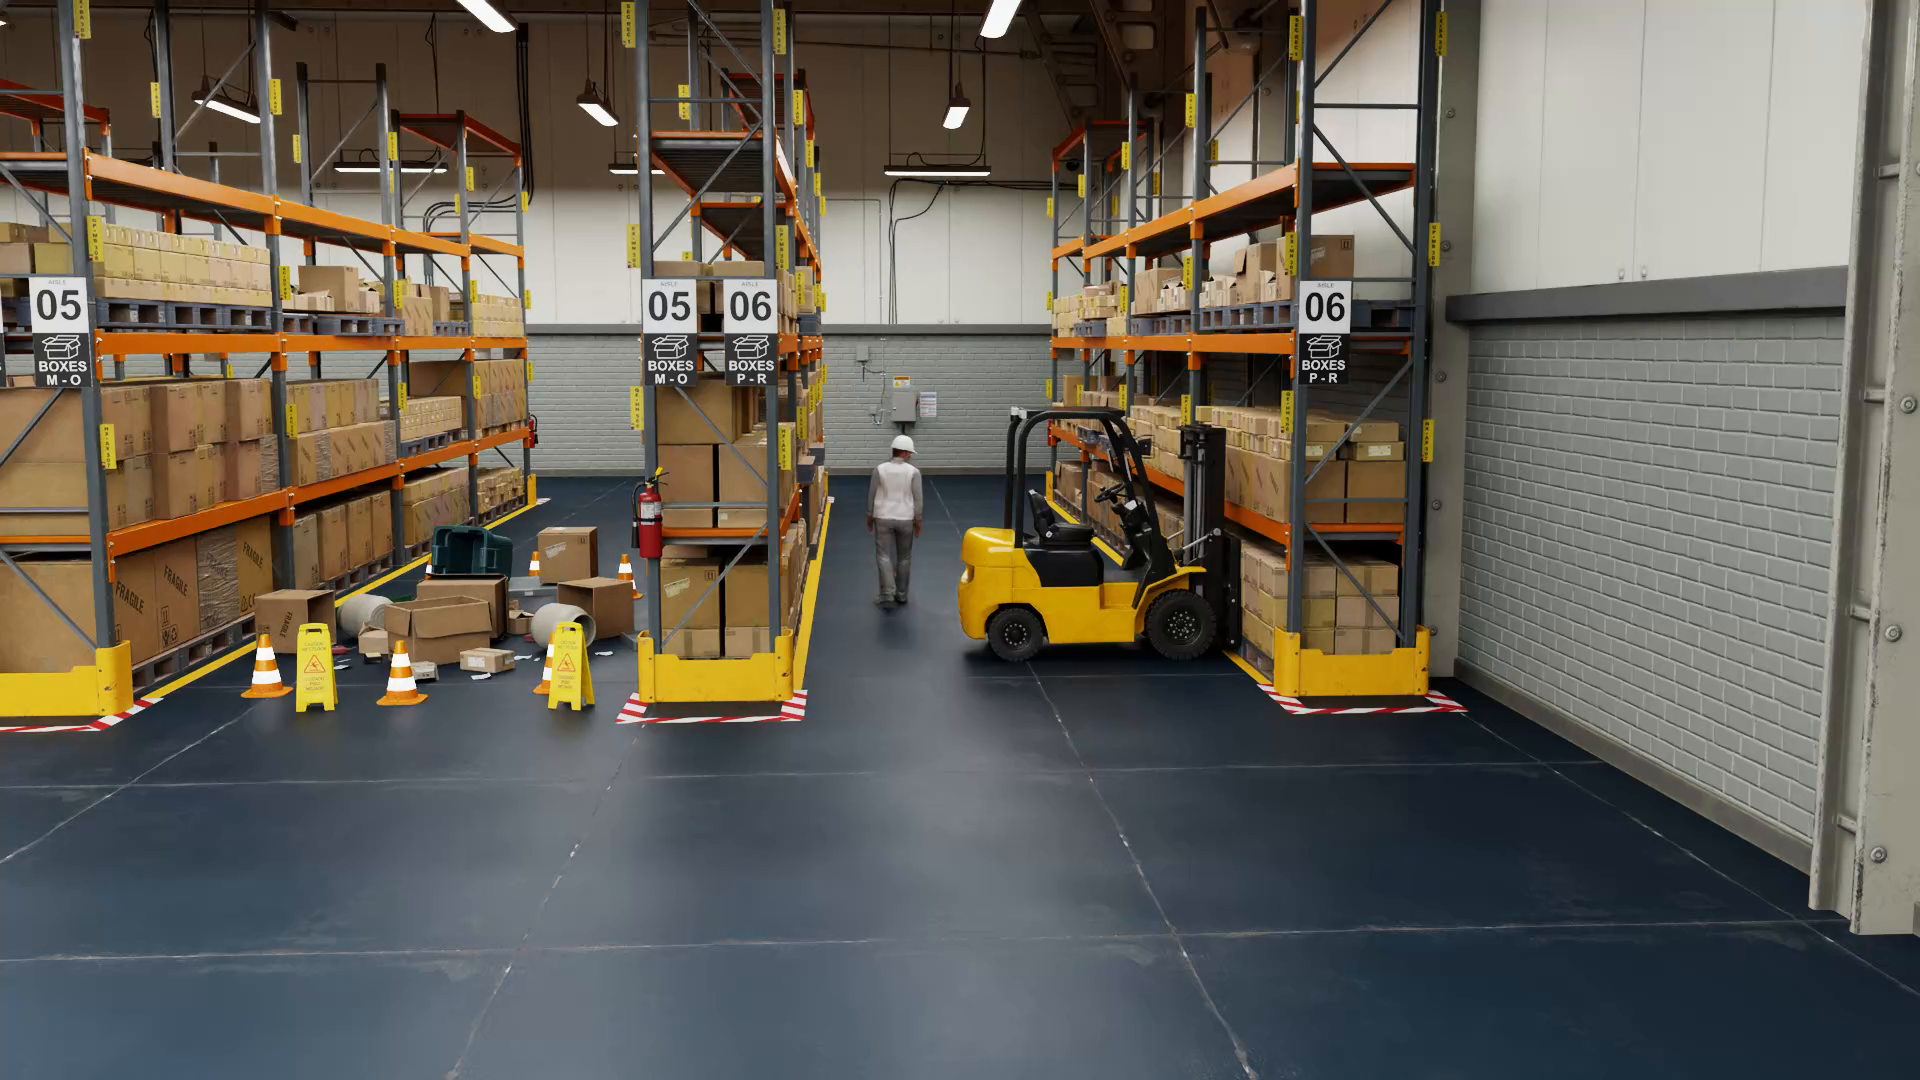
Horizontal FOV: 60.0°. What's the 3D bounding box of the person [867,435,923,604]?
[{"bbox_3d":[-0.682,-0.210,17.329,0.569,1.764,0.753,-1,7,-9],"label":"person"}]
